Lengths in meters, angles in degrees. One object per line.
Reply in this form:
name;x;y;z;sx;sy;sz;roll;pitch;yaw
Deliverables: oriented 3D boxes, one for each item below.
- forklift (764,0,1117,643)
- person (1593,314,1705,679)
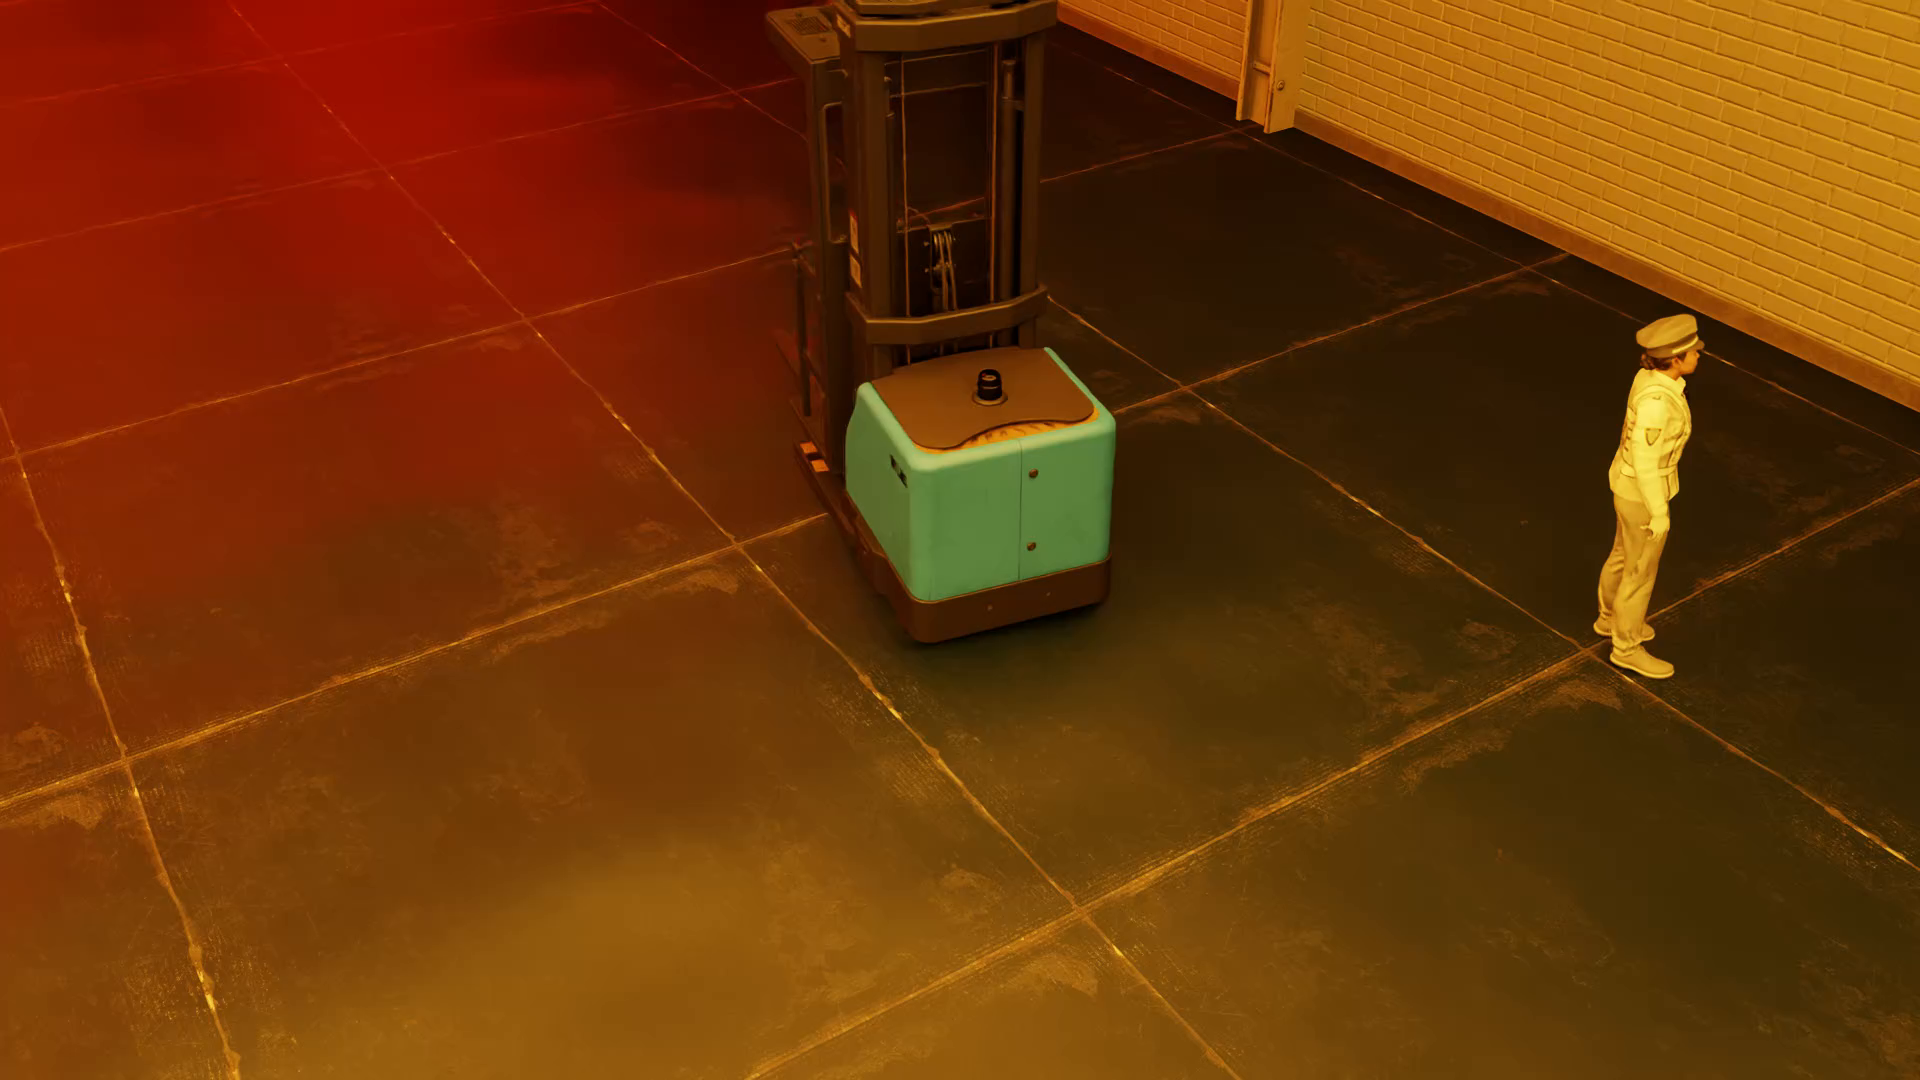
forklift;-0.276;-1.554;8.359;1.130;2.935;3.031;-13;37;-18
person;3.161;-0.218;7.533;0.504;1.704;0.574;10;36;13
